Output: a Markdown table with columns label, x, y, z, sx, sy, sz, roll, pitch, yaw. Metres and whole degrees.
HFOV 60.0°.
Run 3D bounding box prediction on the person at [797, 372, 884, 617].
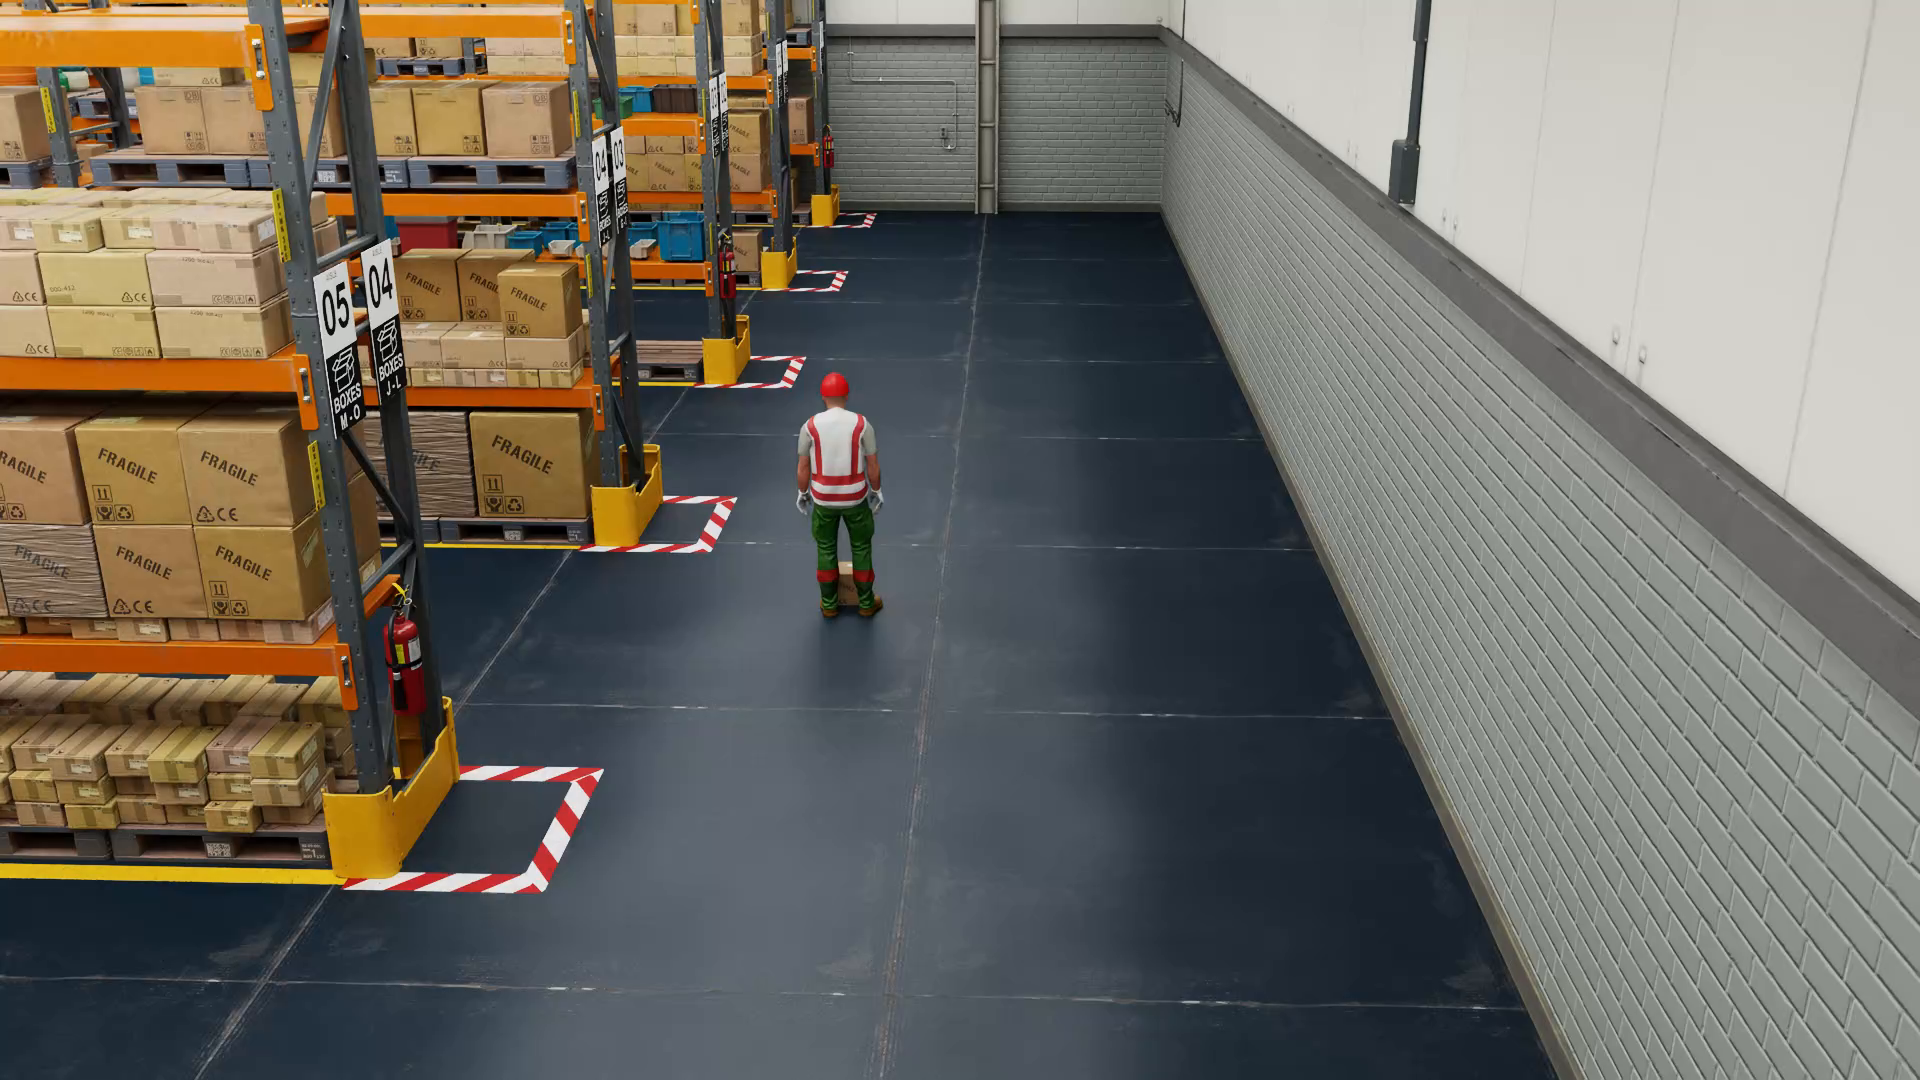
| label | x | y | z | sx | sy | sz | roll | pitch | yaw |
| --- | --- | --- | --- | --- | --- | --- | --- | --- | --- |
| person | -0.857 | -0.313 | 11.891 | 0.623 | 1.780 | 0.447 | 0 | 21 | 0 |
